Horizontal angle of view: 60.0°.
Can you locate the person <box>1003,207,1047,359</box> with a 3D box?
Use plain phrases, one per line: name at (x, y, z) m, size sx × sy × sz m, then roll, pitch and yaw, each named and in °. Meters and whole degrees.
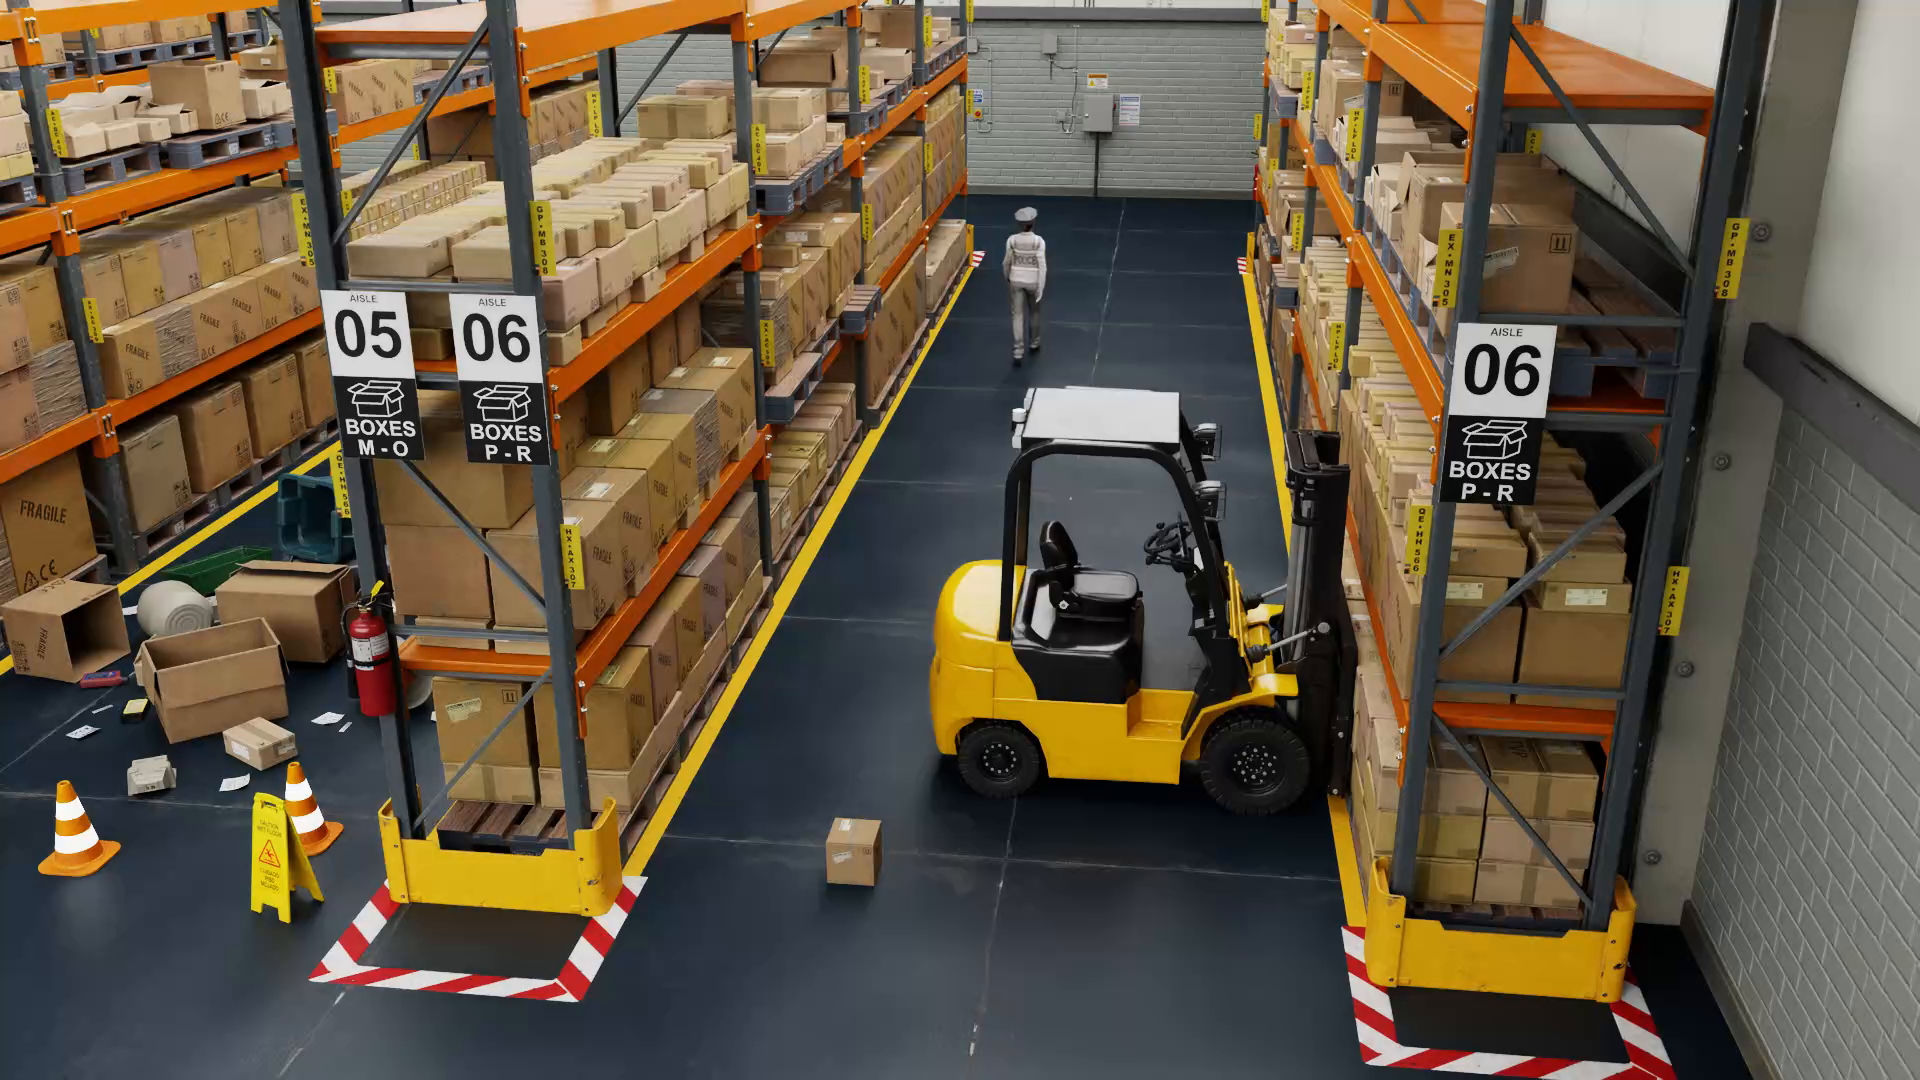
person at (0.714, -2.857, 18.351) m, size 0.494 × 1.634 × 1.007 m, roll 2°, pitch 21°, yaw 4°
